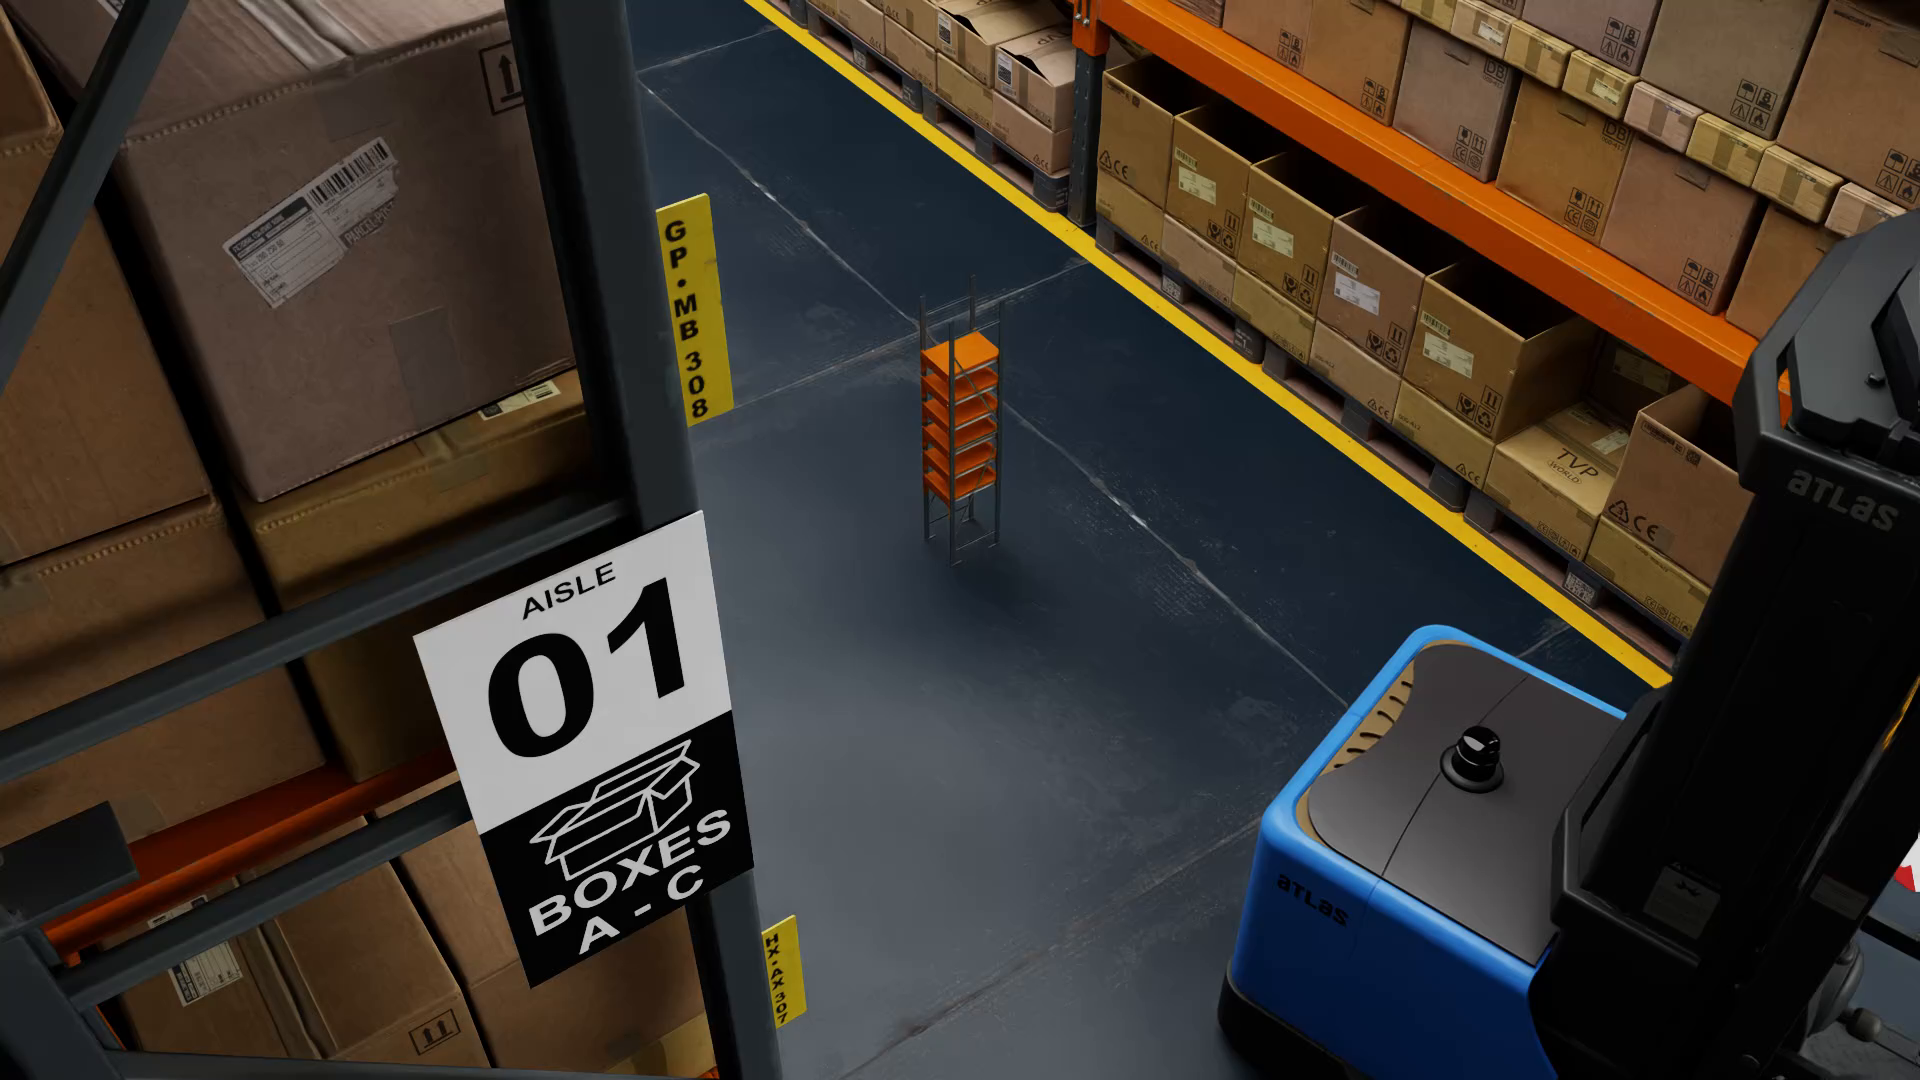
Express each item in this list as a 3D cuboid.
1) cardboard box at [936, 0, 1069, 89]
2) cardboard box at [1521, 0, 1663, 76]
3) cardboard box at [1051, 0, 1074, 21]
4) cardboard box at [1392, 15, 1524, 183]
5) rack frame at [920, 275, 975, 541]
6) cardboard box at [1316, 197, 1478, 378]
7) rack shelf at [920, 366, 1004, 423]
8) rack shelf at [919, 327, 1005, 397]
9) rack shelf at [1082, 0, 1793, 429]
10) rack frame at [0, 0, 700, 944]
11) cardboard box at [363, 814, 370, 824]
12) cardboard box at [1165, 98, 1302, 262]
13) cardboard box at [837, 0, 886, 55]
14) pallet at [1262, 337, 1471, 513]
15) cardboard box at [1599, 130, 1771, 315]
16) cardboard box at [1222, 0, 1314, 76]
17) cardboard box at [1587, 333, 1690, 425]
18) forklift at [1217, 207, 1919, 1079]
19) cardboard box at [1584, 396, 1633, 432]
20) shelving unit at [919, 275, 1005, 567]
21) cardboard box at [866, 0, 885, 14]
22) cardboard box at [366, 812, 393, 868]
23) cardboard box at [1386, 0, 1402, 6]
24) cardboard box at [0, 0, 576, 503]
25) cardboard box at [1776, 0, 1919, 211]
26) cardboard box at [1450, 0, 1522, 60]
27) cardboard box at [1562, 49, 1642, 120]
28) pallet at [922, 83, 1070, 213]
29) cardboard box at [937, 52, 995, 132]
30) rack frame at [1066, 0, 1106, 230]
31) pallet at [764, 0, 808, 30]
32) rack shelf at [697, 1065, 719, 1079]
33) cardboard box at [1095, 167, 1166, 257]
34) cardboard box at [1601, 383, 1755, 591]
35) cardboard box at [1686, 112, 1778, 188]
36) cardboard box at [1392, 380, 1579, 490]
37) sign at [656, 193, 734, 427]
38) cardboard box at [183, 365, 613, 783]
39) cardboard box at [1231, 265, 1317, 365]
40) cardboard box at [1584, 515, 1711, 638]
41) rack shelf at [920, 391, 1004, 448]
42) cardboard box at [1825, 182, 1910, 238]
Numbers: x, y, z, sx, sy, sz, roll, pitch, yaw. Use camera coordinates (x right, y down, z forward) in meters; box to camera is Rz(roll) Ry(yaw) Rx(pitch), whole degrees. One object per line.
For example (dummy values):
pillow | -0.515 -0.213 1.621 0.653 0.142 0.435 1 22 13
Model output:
cardboard box | 0.219 -2.650 8.635 0.500 0.311 0.500 -24 49 -23
cardboard box | 2.395 -2.002 5.663 0.700 0.500 0.500 -26 49 -24
cardboard box | 0.674 -2.860 8.855 0.500 0.311 0.500 -26 50 -25
cardboard box | 2.132 -1.798 6.388 0.700 0.500 0.500 -24 49 -23
rack frame | -0.044 -0.478 6.381 0.240 1.200 0.006 -26 49 -24
cardboard box | 1.857 -1.075 6.848 0.500 0.500 0.500 -26 49 -24
rack shelf | 0.008 -0.567 6.192 0.258 0.103 0.180 -26 49 -24
rack shelf | 0.008 -0.654 6.109 0.258 0.103 0.180 -26 49 -24
rack shelf | 2.133 -1.489 6.658 1.077 0.370 4.000 -26 49 -24
rack frame | -0.784 -0.827 1.100 1.000 3.000 0.127 -26 49 -24
cardboard box | -1.508 0.646 3.452 0.500 0.500 0.500 -25 49 -24
cardboard box | 1.289 -1.644 7.444 0.500 0.500 0.500 -26 49 -24
cardboard box | -0.358 -3.025 9.434 0.500 0.250 0.500 -25 49 -24
pallet | 2.111 -0.715 7.346 1.003 0.211 1.213 -26 49 -24
cardboard box | 2.716 -1.218 5.781 0.700 0.500 0.500 -24 49 -23
cardboard box | 1.554 -2.373 6.991 0.700 0.500 0.500 -26 50 -25
cardboard box | 2.865 -0.719 6.475 0.500 0.500 0.500 -26 49 -24
forklift | 2.258 0.839 3.749 3.031 2.935 1.130 29 51 27
cardboard box | 2.863 -0.447 6.733 0.500 0.250 0.500 -26 49 -24
shelving unit | 0.008 -0.426 6.327 0.258 1.200 0.189 -26 49 -24
cardboard box | -0.349 -3.220 9.232 0.500 0.311 0.500 -26 50 -25
cardboard box | -1.085 0.445 3.662 0.500 0.500 0.500 -26 49 -24
cardboard box | 1.724 -2.196 6.336 0.380 0.149 0.250 -27 50 -26
cardboard box | -0.806 -0.462 2.078 0.500 0.500 0.500 -29 51 -27
cardboard box | 2.990 -1.421 5.055 0.700 0.500 0.500 -26 49 -24
cardboard box | 2.013 -1.906 6.032 0.380 0.149 0.250 -26 50 -25
cardboard box | 2.312 -1.613 5.725 0.380 0.149 0.250 -24 49 -23
pallet | 0.535 -2.275 8.980 1.003 0.211 1.213 -26 49 -24
cardboard box | 0.225 -2.447 8.828 0.500 0.250 0.500 -26 50 -25
rack frame | 0.988 -2.882 7.597 1.000 3.000 0.127 -26 49 -24
pallet | -0.861 -3.657 10.428 1.003 0.211 1.213 -26 49 -24
rack shelf | -1.928 0.470 4.606 1.077 0.370 4.000 -26 49 -24
cardboard box | 1.005 -1.657 8.000 0.500 0.250 0.500 -26 49 -24
cardboard box | 2.726 -0.231 5.964 0.500 0.500 0.500 -26 49 -24
cardboard box | 2.605 -1.321 5.419 0.380 0.149 0.250 -26 50 -25
cardboard box | 2.144 -0.522 6.811 0.500 0.250 0.500 -26 49 -24
sign | -0.339 -0.273 2.058 0.100 0.325 0.005 -26 49 -24
cardboard box | -0.770 -0.074 2.396 0.500 0.500 0.500 -24 49 -23
cardboard box | 1.569 -1.086 7.403 0.500 0.250 0.500 -26 49 -24
cardboard box | 2.728 0.039 6.224 0.500 0.250 0.500 -26 49 -24
rack shelf | 0.008 -0.480 6.275 0.258 0.103 0.180 -26 49 -24
cardboard box | 2.902 -1.028 5.113 0.380 0.149 0.250 -27 50 -25
